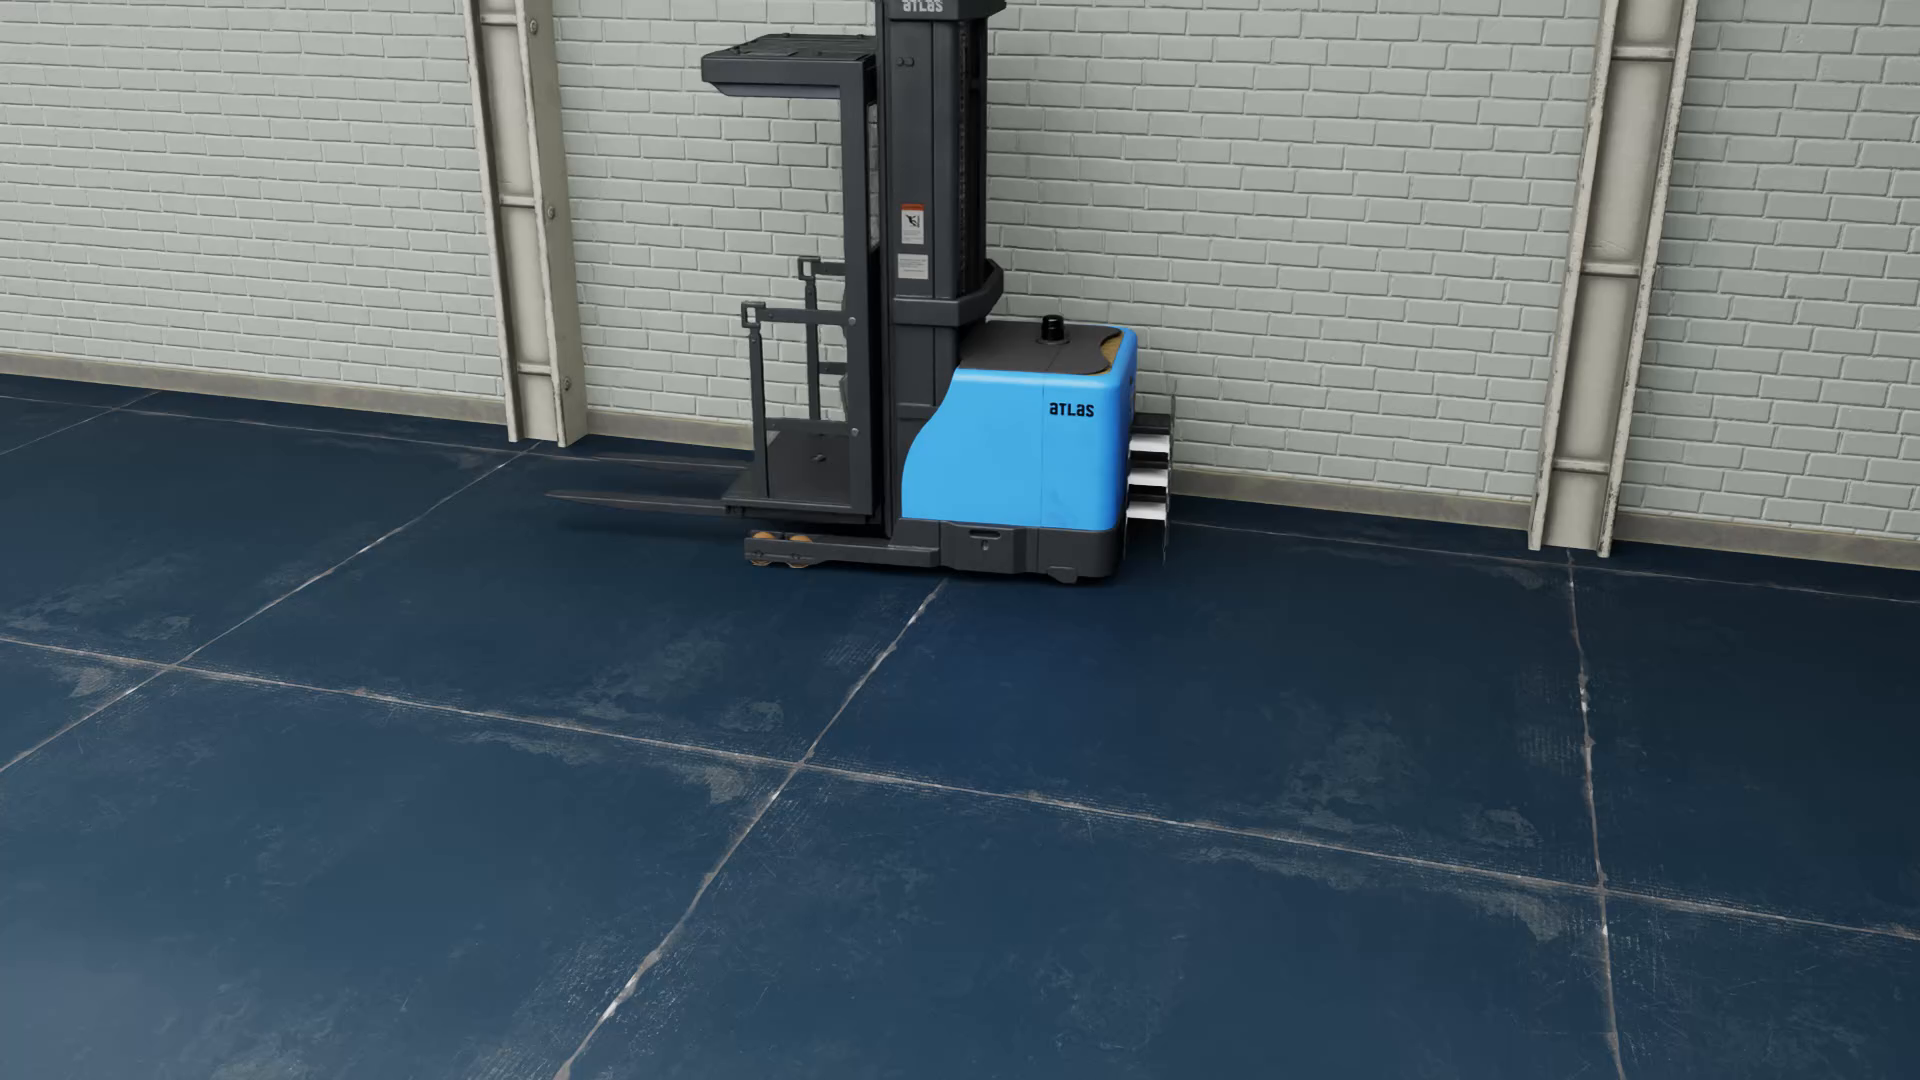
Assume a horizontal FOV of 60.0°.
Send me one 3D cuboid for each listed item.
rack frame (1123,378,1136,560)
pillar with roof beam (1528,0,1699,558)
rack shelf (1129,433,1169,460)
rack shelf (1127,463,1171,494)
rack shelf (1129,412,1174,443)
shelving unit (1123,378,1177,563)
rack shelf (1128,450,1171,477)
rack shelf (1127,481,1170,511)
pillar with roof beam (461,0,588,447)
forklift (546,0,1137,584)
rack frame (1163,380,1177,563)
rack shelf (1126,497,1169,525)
[{"bbox_3d":[0.863,-0.358,8.456,0.006,0.900,0.240,4,23,10],"label":"rack frame"},{"bbox_3d":[1.950,-2.585,3.214,0.400,9.000,9.100,7,23,16],"label":"pillar with roof beam"},{"bbox_3d":[0.963,-0.486,8.383,0.200,0.077,0.258,4,23,10],"label":"rack shelf"},{"bbox_3d":[0.963,-0.320,8.451,0.200,0.077,0.258,4,23,10],"label":"rack shelf"},{"bbox_3d":[0.963,-0.569,8.349,0.200,0.077,0.258,4,23,10],"label":"rack shelf"},{"bbox_3d":[0.963,-0.350,8.438,0.210,0.900,0.258,4,23,10],"label":"shelving unit"},{"bbox_3d":[0.963,-0.403,8.417,0.200,0.077,0.258,4,23,10],"label":"rack shelf"},{"bbox_3d":[0.963,-0.236,8.485,0.200,0.077,0.258,4,23,10],"label":"rack shelf"},{"bbox_3d":[-3.795,-3.243,4.818,0.400,9.000,9.100,7,23,16],"label":"pillar with roof beam"},{"bbox_3d":[-0.636,-1.402,8.327,3.031,2.935,1.130,4,23,10],"label":"forklift"},{"bbox_3d":[1.063,-0.343,8.421,0.006,0.900,0.240,4,23,10],"label":"rack frame"},{"bbox_3d":[0.963,-0.153,8.519,0.200,0.077,0.258,4,23,10],"label":"rack shelf"}]
